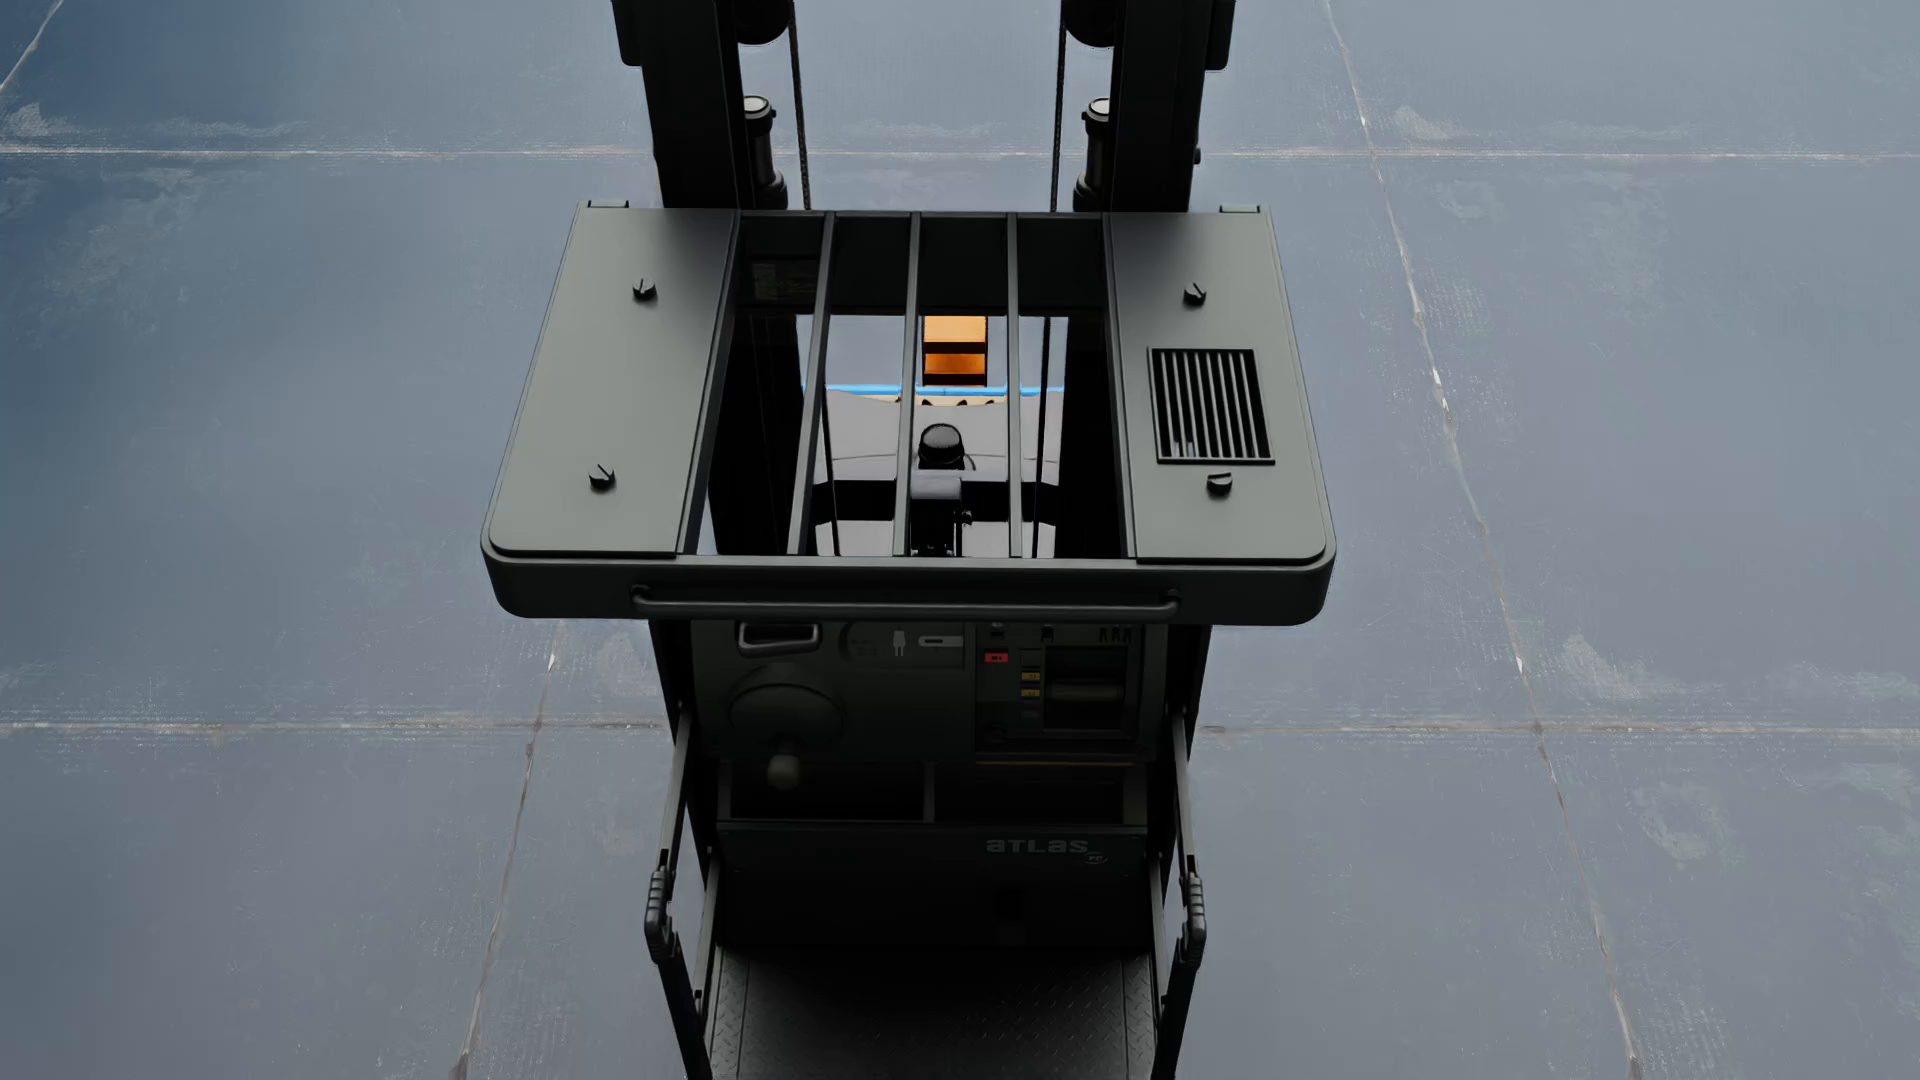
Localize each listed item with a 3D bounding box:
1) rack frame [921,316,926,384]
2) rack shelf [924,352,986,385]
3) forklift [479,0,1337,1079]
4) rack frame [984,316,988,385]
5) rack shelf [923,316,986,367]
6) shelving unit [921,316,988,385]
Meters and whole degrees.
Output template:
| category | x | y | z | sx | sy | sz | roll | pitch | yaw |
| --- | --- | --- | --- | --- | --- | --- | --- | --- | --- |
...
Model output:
| category | x | y | z | sx | sy | sz | roll | pitch | yaw |
| --- | --- | --- | --- | --- | --- | --- | --- | --- | --- |
| rack frame | -0.106 | -0.409 | 5.067 | 0.006 | 1.200 | 0.240 | 0 | 47 | 0 |
| rack shelf | -0.014 | -0.542 | 4.924 | 0.180 | 0.103 | 0.258 | 0 | 47 | 0 |
| forklift | -0.061 | 0.396 | 3.136 | 1.130 | 2.935 | 3.031 | 1 | 47 | 1 |
| rack frame | 0.077 | -0.409 | 5.067 | 0.006 | 1.200 | 0.240 | 0 | 47 | 0 |
| rack shelf | -0.014 | -0.624 | 4.836 | 0.180 | 0.103 | 0.258 | 0 | 47 | 0 |
| shelving unit | -0.014 | -0.409 | 5.067 | 0.189 | 1.200 | 0.258 | 0 | 47 | 0 |
